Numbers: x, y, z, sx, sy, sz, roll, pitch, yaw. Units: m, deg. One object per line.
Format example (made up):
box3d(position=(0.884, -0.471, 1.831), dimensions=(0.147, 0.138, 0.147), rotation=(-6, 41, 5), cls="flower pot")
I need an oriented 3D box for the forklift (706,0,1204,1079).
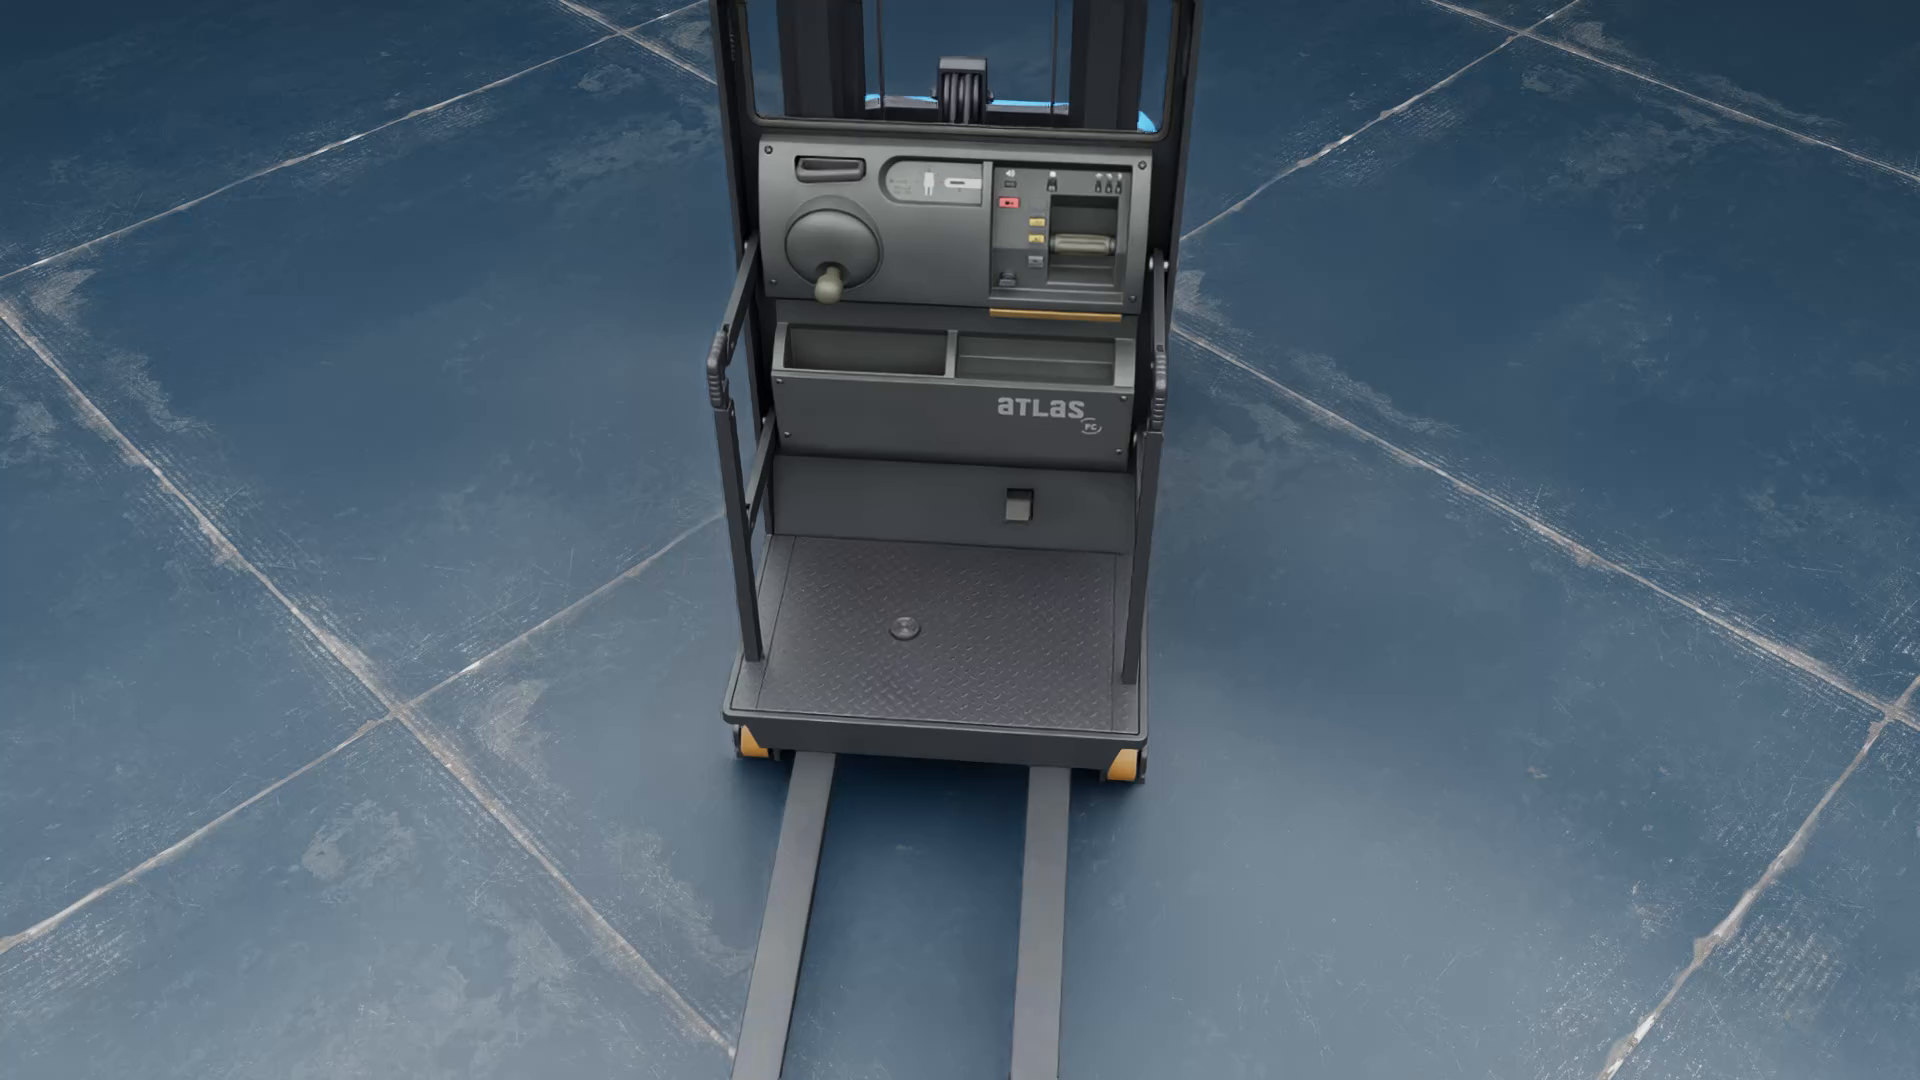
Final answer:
box3d(position=(-0.031, -0.661, 3.806), dimensions=(1.130, 2.935, 3.031), rotation=(3, 43, 3), cls="forklift")
